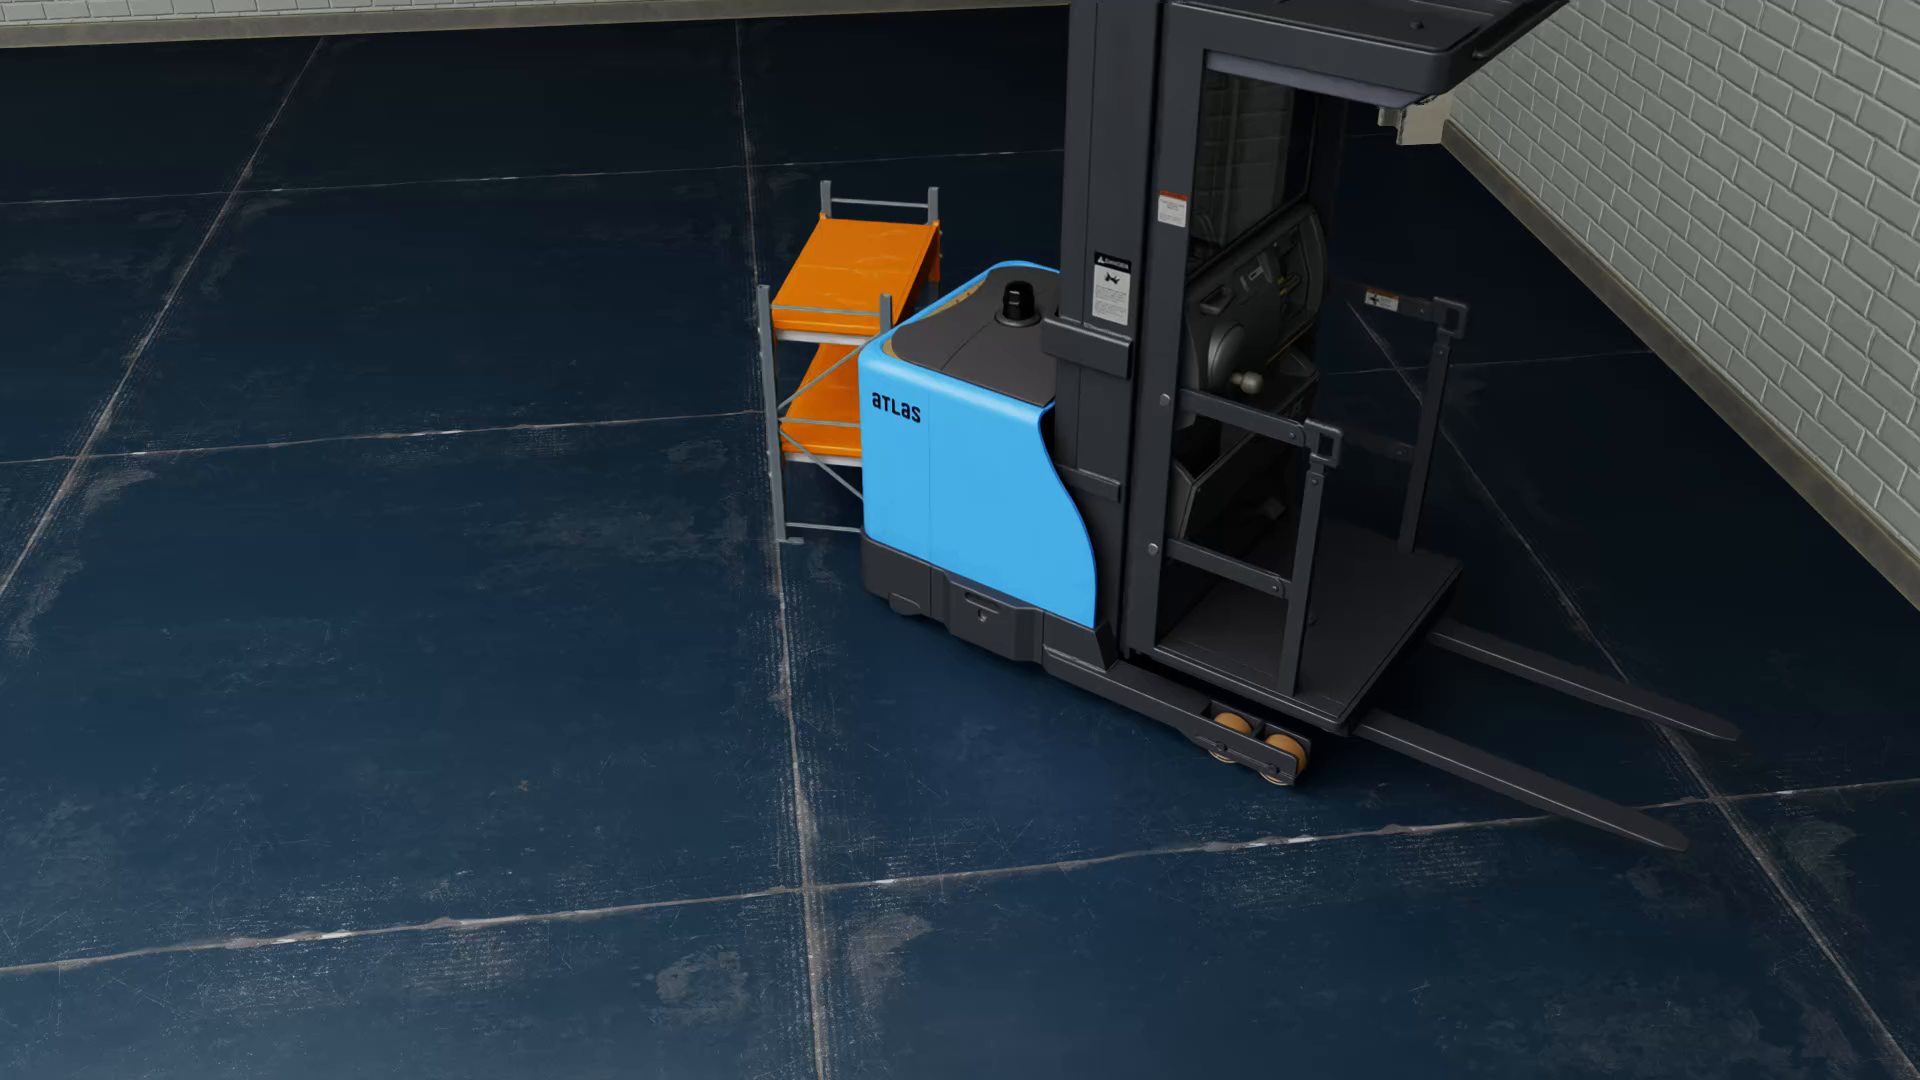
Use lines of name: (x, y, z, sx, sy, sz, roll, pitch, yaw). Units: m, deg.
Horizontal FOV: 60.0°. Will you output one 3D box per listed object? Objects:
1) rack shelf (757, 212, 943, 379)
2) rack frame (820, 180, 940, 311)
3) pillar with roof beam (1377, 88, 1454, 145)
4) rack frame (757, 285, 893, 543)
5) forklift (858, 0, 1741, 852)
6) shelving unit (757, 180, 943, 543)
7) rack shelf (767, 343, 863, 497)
rack shelf: (-0.416, -0.972, 6.657, 0.538, 0.278, 1.000, 5, 35, 8)
rack frame: (-0.335, -1.012, 7.237, 0.500, 1.125, 0.032, 5, 35, 8)
pillar with roof beam: (-1.407, -5.973, 7.524, 9.100, 9.000, 0.400, -4, 35, -6)
rack frame: (-0.497, -0.447, 6.407, 0.500, 1.125, 0.032, 5, 35, 8)
forklift: (1.124, -0.736, 5.227, 3.031, 2.935, 1.130, 21, 40, 28)
shelving unit: (-0.416, -0.730, 6.822, 0.538, 1.125, 1.048, 5, 35, 8)
rack shelf: (-0.416, -0.528, 6.960, 0.538, 0.278, 1.000, 5, 35, 8)
